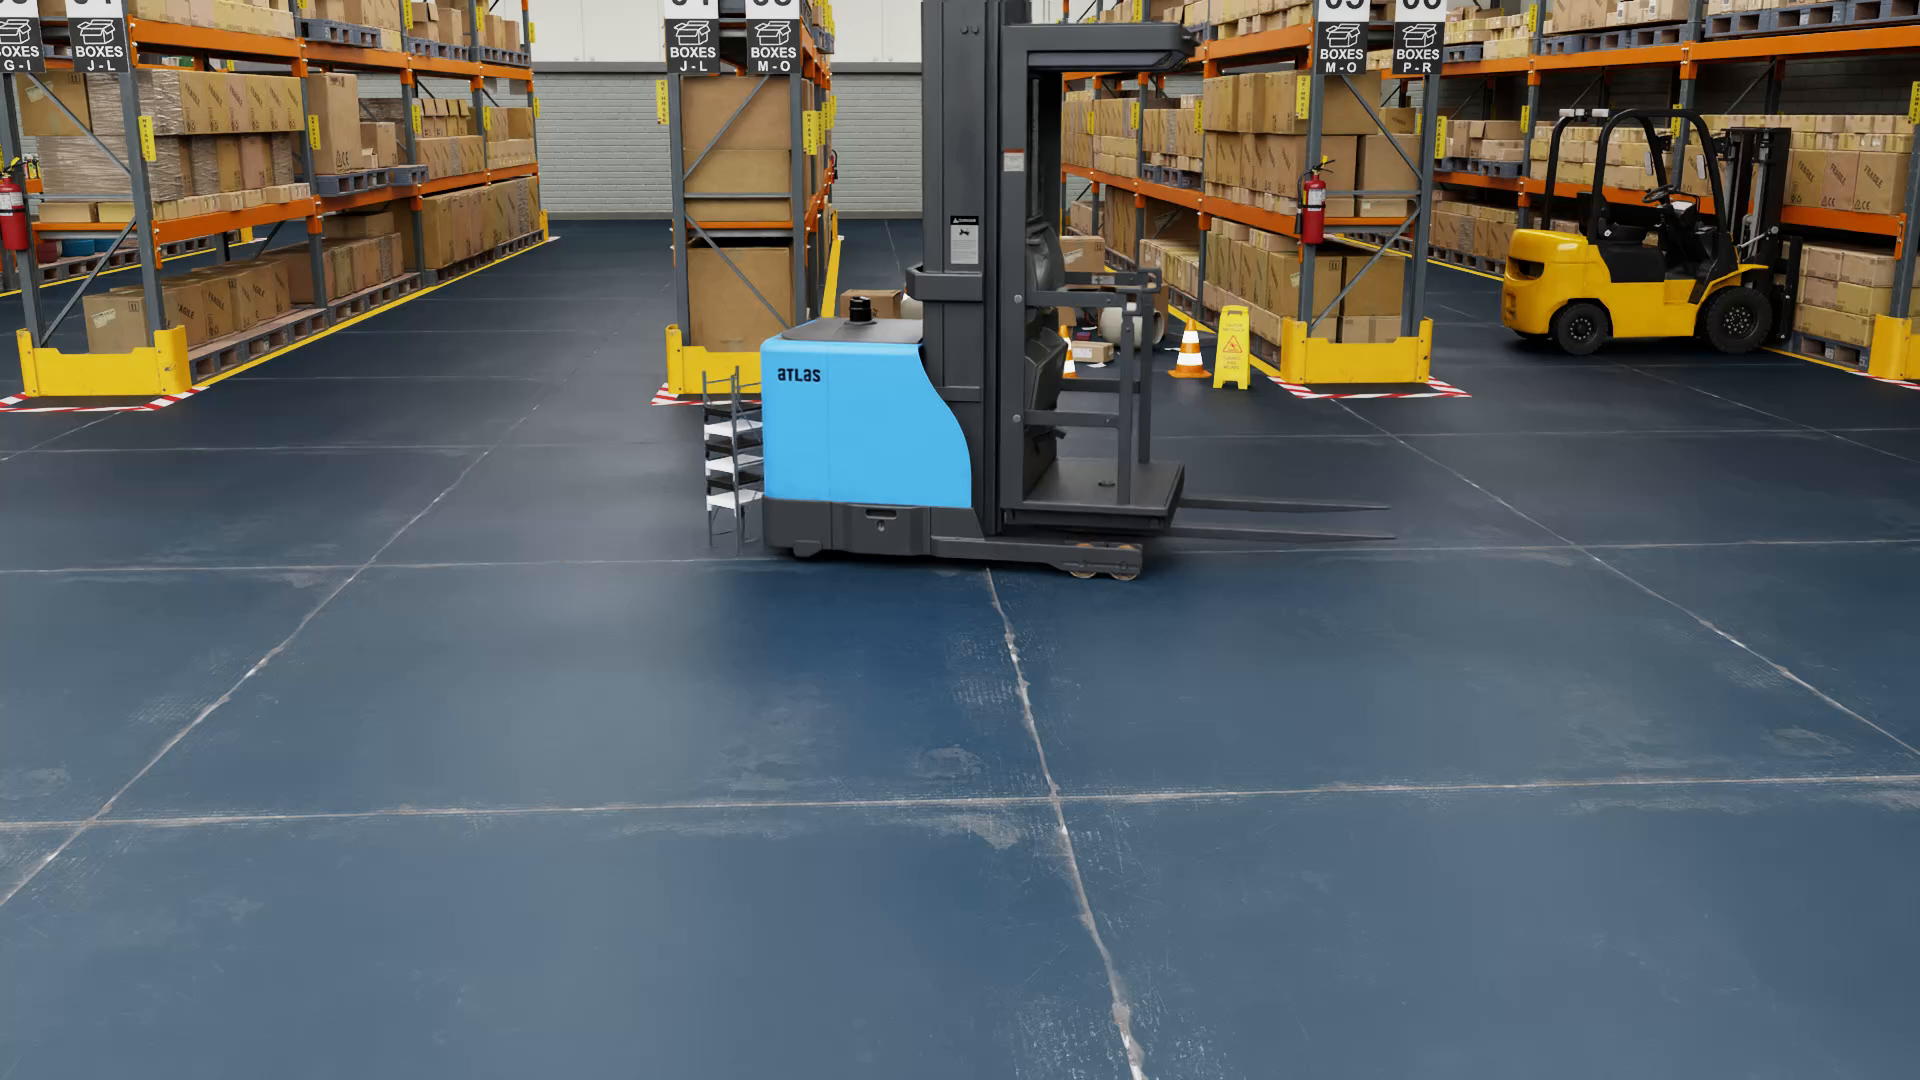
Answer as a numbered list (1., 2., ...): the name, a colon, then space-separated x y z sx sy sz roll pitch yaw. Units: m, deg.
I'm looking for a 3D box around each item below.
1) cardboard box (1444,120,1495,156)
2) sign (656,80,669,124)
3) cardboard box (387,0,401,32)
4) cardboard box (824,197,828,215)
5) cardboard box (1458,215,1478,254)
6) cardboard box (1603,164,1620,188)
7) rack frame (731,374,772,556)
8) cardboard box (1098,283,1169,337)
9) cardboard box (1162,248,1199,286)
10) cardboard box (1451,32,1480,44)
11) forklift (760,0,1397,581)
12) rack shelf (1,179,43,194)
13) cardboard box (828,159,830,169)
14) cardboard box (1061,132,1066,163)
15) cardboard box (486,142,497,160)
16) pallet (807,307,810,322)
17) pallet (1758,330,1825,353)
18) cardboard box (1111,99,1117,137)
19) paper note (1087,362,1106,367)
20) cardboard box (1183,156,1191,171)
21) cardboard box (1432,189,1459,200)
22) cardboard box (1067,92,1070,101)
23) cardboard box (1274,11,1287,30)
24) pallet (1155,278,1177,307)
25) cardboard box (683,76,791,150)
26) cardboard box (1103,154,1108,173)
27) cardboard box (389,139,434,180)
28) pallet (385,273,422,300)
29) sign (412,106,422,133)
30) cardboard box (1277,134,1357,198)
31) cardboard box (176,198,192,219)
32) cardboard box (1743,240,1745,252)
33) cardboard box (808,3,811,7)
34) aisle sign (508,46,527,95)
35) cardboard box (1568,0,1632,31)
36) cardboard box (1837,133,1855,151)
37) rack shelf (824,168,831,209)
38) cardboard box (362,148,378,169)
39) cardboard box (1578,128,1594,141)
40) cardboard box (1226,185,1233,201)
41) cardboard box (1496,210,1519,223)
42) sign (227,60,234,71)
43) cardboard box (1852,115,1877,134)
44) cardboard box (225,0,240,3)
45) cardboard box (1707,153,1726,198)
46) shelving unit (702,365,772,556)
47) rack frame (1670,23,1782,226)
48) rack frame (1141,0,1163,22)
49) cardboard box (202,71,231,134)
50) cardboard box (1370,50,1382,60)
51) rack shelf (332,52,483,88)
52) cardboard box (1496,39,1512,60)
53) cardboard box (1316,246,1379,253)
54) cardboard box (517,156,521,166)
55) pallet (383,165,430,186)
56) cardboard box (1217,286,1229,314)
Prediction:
1. cardboard box: 7.282 -5.807 24.033 0.700 0.500 0.500 -1 14 -3
2. sign: -2.244 -3.315 12.591 0.100 0.325 0.005 -1 14 -3
3. cardboard box: -6.875 -6.211 19.422 0.500 0.500 0.500 -1 14 -2
4. cardboard box: -2.128 -4.675 23.347 0.500 0.250 0.500 0 14 -1
5. cardboard box: 7.344 -4.291 23.359 0.500 0.500 0.500 -1 14 -5
6. cardboard box: 7.609 -4.116 18.804 0.500 0.250 0.500 -1 14 -3
7. rack frame: -1.025 -0.381 8.201 0.006 0.900 0.240 12 18 38
8. cardboard box: 1.693 -2.244 16.239 0.500 0.500 0.500 10 18 35
9. cardboard box: 2.857 -3.153 19.194 0.950 0.372 0.625 0 14 -2
10. cardboard box: 7.130 -7.056 23.372 0.380 0.149 0.250 -1 14 -4
11. forklift: 0.599 -1.372 7.976 3.031 2.935 1.130 3 15 11
12. rack shelf: -12.222 -4.655 22.043 1.077 0.370 4.000 -1 14 -3
13. cardboard box: -2.136 -5.583 24.708 0.380 0.149 0.250 0 14 -1
14. cardboard box: 1.984 -6.650 28.151 0.500 0.500 0.500 -1 14 -4
15. cardboard box: -7.170 -5.770 24.635 0.500 0.250 0.500 -1 14 -4
16. pallet: -1.981 -2.098 16.258 1.003 0.211 1.213 -1 14 -3
17. pallet: 8.025 -1.965 15.741 1.003 0.211 1.213 -1 14 -3
18. cardboard box: 2.355 -5.770 22.724 0.500 0.500 0.500 -1 14 -4
19. paper note: 1.187 -1.512 14.343 0.148 0.019 0.142 -6 16 -23
20. cardboard box: 2.627 -4.076 18.008 0.380 0.149 0.250 -1 14 -4
21. cardboard box: 7.260 -5.166 24.862 0.380 0.149 0.250 -1 14 -4
22. cardboard box: 1.976 -7.349 27.559 0.380 0.149 0.250 0 14 -2
23. cardboard box: 2.889 -4.415 14.149 0.380 0.149 0.250 -1 14 -4
24. pallet: 2.856 -2.888 19.327 1.003 0.211 1.213 -1 14 -3
25. cardboard box: -1.686 -3.333 12.992 0.875 0.550 0.550 -1 14 -3
26. cardboard box: 2.302 -5.288 23.359 0.500 0.250 0.500 -1 14 -4
27. cardboard box: -6.913 -4.756 20.791 0.500 0.500 0.500 0 14 -2
28. pallet: -7.107 -3.038 19.909 1.003 0.211 1.213 -1 14 -3
29. sign: -6.613 -5.116 20.224 0.100 0.325 0.005 -1 14 -3
30. cardboard box: 2.924 -3.069 13.637 0.500 0.500 0.500 -1 14 -4
31. cardboard box: -6.435 -2.671 13.391 0.380 0.149 0.250 -1 14 -3
32. cardboard box: 7.719 -2.798 16.051 0.500 0.250 0.500 0 14 -2
33. cardboard box: -1.559 -4.946 15.170 0.380 0.149 0.250 -1 14 -3
34. aisle sign: -7.355 -7.854 27.813 0.394 0.787 0.004 -1 14 -3
35. cardboard box: 7.623 -6.258 19.565 0.700 0.500 0.500 -1 14 -5
36. cardboard box: 7.881 -3.458 14.445 0.380 0.149 0.250 -1 14 -4
37. rack shelf: -2.321 -4.783 22.540 1.077 0.370 4.000 -1 14 -3
38. cardboard box: -6.781 -4.310 18.686 0.396 0.266 0.258 -1 14 -5
39. cardboard box: 7.507 -4.771 19.547 0.380 0.149 0.250 -1 14 -2
40. cardboard box: 2.779 -3.346 16.016 0.380 0.149 0.250 0 14 -2
41. cardboard box: 7.359 -4.306 22.115 0.380 0.149 0.250 -2 15 -6
42. sign: -12.045 -7.910 27.440 0.100 0.325 0.005 -1 14 -3
43. cardboard box: 7.864 -3.541 14.171 0.380 0.149 0.250 -1 14 -2
44. cardboard box: -6.511 -4.757 14.475 0.380 0.149 0.250 0 14 -1
45. cardboard box: 7.754 -3.623 16.387 0.500 0.500 0.500 -1 14 -2
46. shelving unit: -1.104 -0.397 8.263 0.210 0.900 0.258 12 18 38
47. rack frame: 7.939 -3.818 17.347 1.000 3.000 0.127 -1 14 -3
48. rack frame: 2.737 -7.641 20.164 1.000 3.000 0.127 -1 14 -3
49. cardboard box: -6.477 -3.659 13.925 0.500 0.500 0.500 -1 14 -3
50. cardboard box: 7.021 -7.959 27.123 0.500 0.250 0.500 -1 14 -5
51. rack shelf: -7.278 -6.184 21.966 1.077 0.370 4.000 -1 14 -3
52. cardboard box: 7.385 -6.442 21.825 0.500 0.250 0.500 -1 14 -3
53. cardboard box: 3.420 -2.322 14.700 0.500 0.500 0.500 -1 14 -6
54. cardboard box: -7.218 -6.048 26.519 0.380 0.149 0.250 -1 14 -3
55. pallet: -7.004 -4.314 19.658 1.213 0.211 1.003 -1 14 -3
56. cardboard box: 2.796 -2.329 16.234 0.500 0.250 0.500 0 14 0
